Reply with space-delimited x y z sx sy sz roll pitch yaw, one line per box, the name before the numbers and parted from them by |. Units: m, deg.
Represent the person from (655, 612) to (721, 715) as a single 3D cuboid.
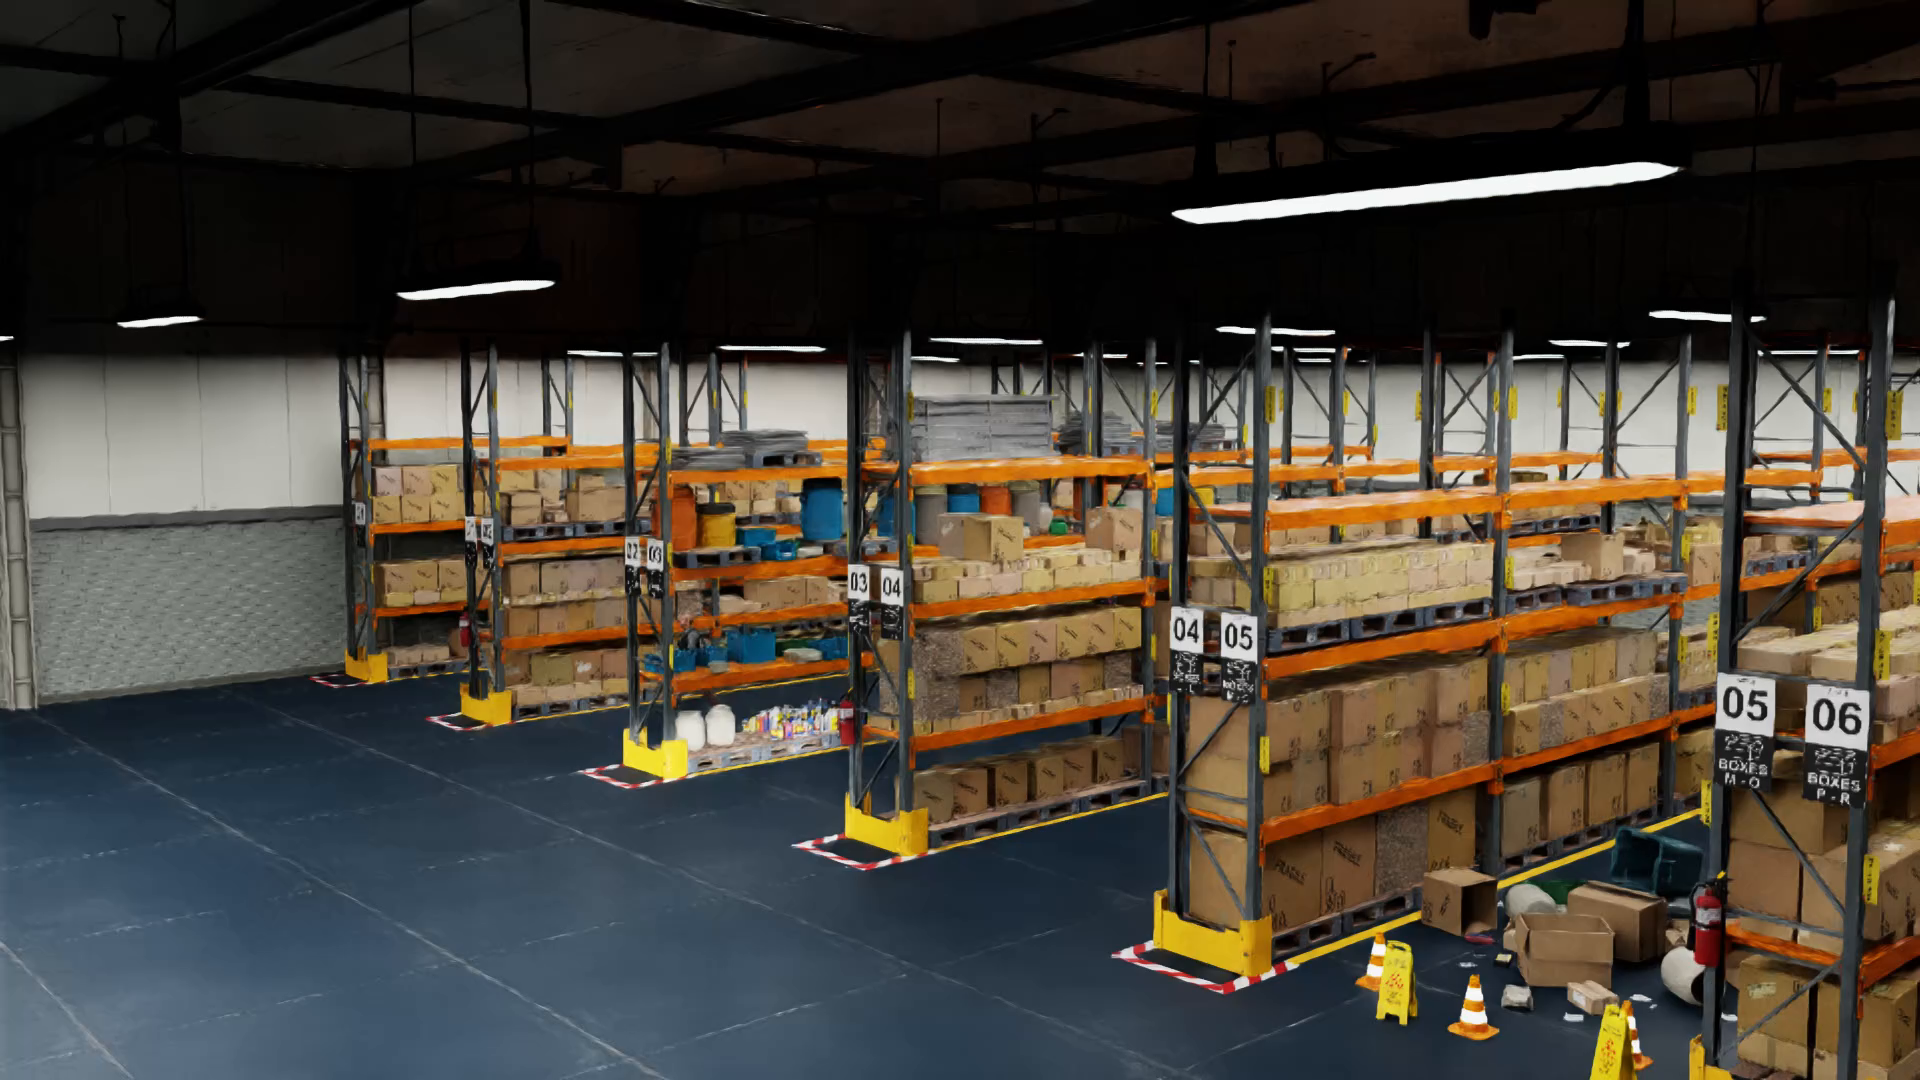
person | -4.286 1.970 26.333 1.031 1.664 0.539 -3 6 -33
